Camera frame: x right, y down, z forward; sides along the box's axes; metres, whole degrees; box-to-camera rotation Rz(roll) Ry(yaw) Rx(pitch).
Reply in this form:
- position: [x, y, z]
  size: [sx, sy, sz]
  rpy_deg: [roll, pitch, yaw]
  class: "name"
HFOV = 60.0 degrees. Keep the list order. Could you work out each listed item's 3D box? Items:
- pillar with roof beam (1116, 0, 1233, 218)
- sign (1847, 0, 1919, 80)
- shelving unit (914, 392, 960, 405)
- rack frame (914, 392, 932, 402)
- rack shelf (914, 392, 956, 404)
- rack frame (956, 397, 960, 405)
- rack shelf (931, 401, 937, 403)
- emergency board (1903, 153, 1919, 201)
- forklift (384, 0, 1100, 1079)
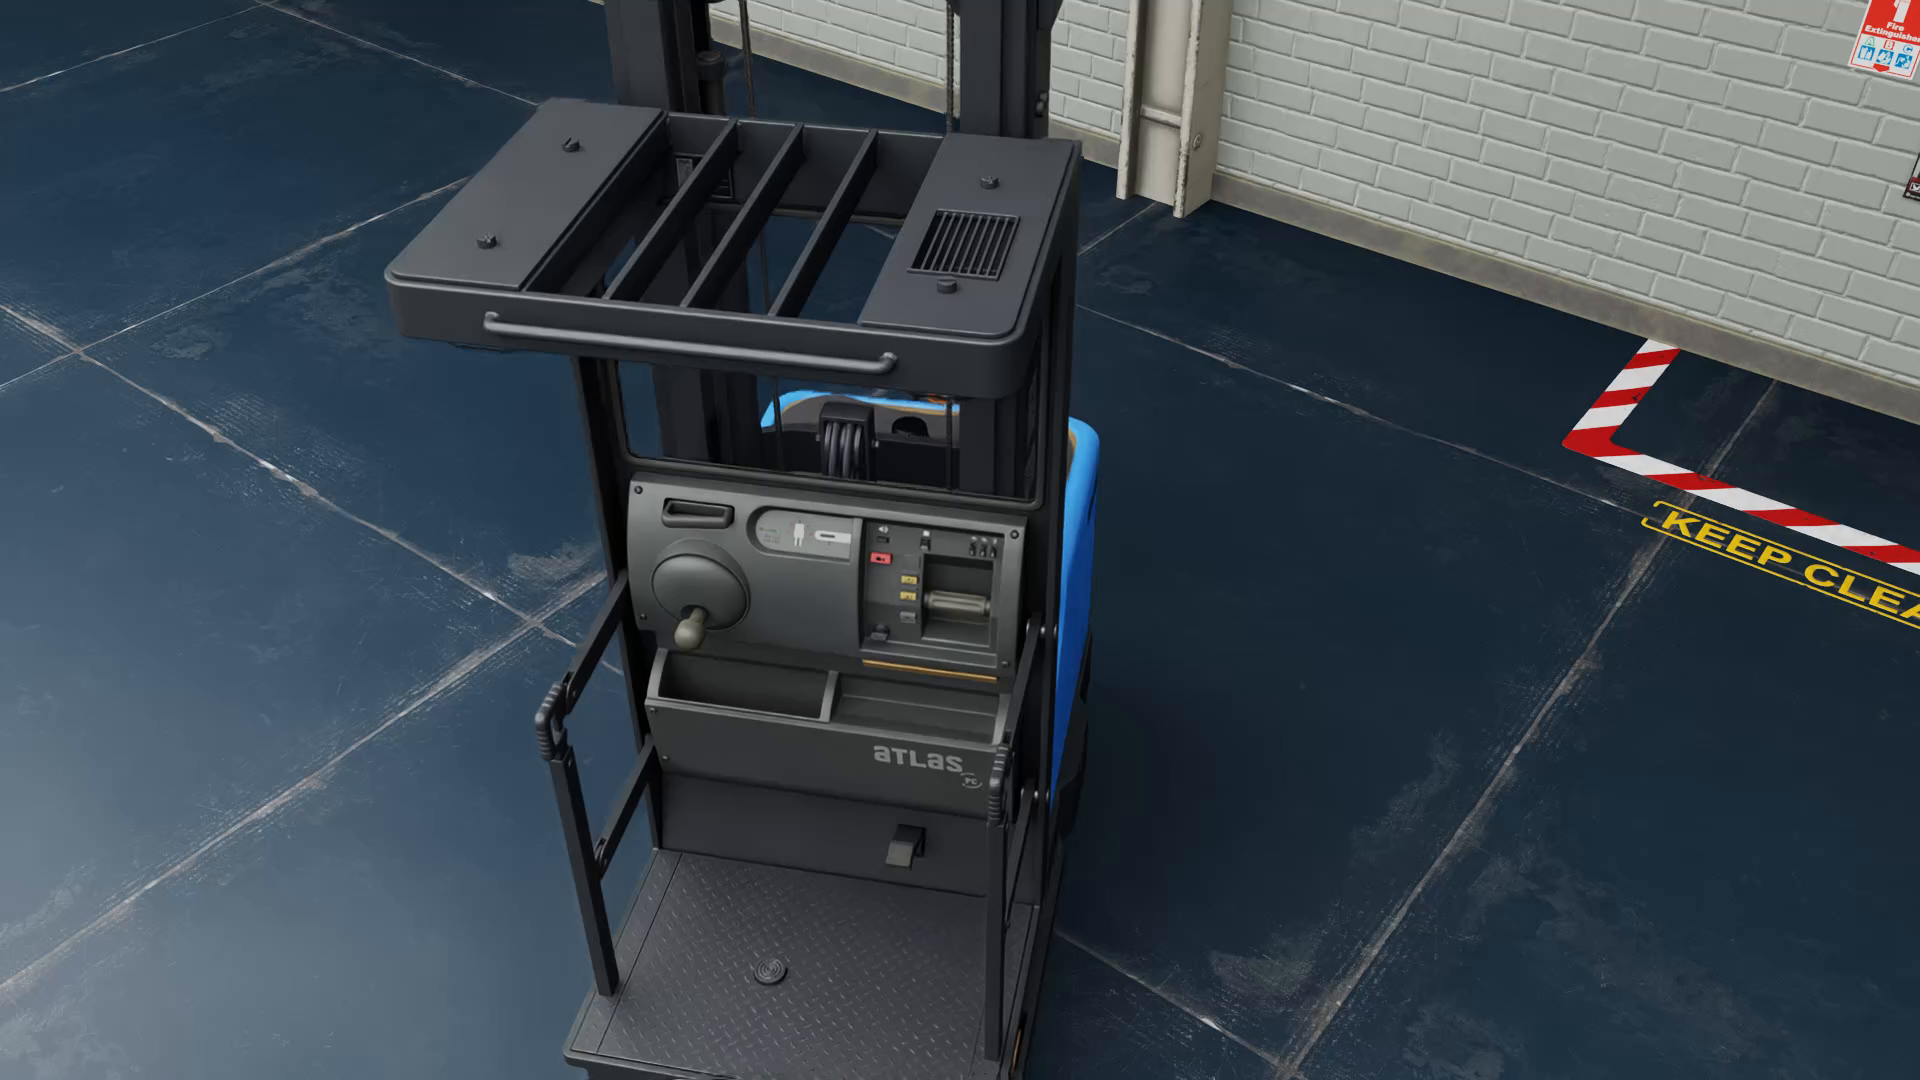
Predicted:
- position: [-1.571, -3.189, 3.024]
  size: [0.400, 9.000, 9.100]
  rpy_deg: [25, 45, 29]
  class: "pillar with roof beam"
- position: [3.494, -1.904, 6.220]
  size: [0.234, 0.329, 0.001]
  rpy_deg: [25, 45, 29]
  class: "sign"
- position: [-0.012, -0.478, 5.887]
  size: [0.189, 1.200, 0.258]
  rpy_deg: [25, 45, 29]
  class: "shelving unit"
- position: [-0.084, -0.512, 5.931]
  size: [0.006, 1.200, 0.240]
  rpy_deg: [25, 45, 29]
  class: "rack frame"
- position: [-0.011, -0.537, 5.840]
  size: [0.180, 0.103, 0.258]
  rpy_deg: [25, 45, 29]
  class: "rack shelf"
- position: [0.061, -0.444, 5.843]
  size: [0.006, 1.200, 0.240]
  rpy_deg: [25, 45, 29]
  class: "rack frame"
- position: [-0.011, -0.443, 5.914]
  size: [0.180, 0.103, 0.258]
  rpy_deg: [25, 45, 29]
  class: "rack shelf"
- position: [3.875, -1.645, 5.917]
  size: [0.626, 1.169, 0.157]
  rpy_deg: [25, 45, 29]
  class: "emergency board"
- position: [-0.354, 0.162, 3.666]
  size: [1.130, 2.935, 3.031]
  rpy_deg: [7, 39, 9]
  class: "forklift"
